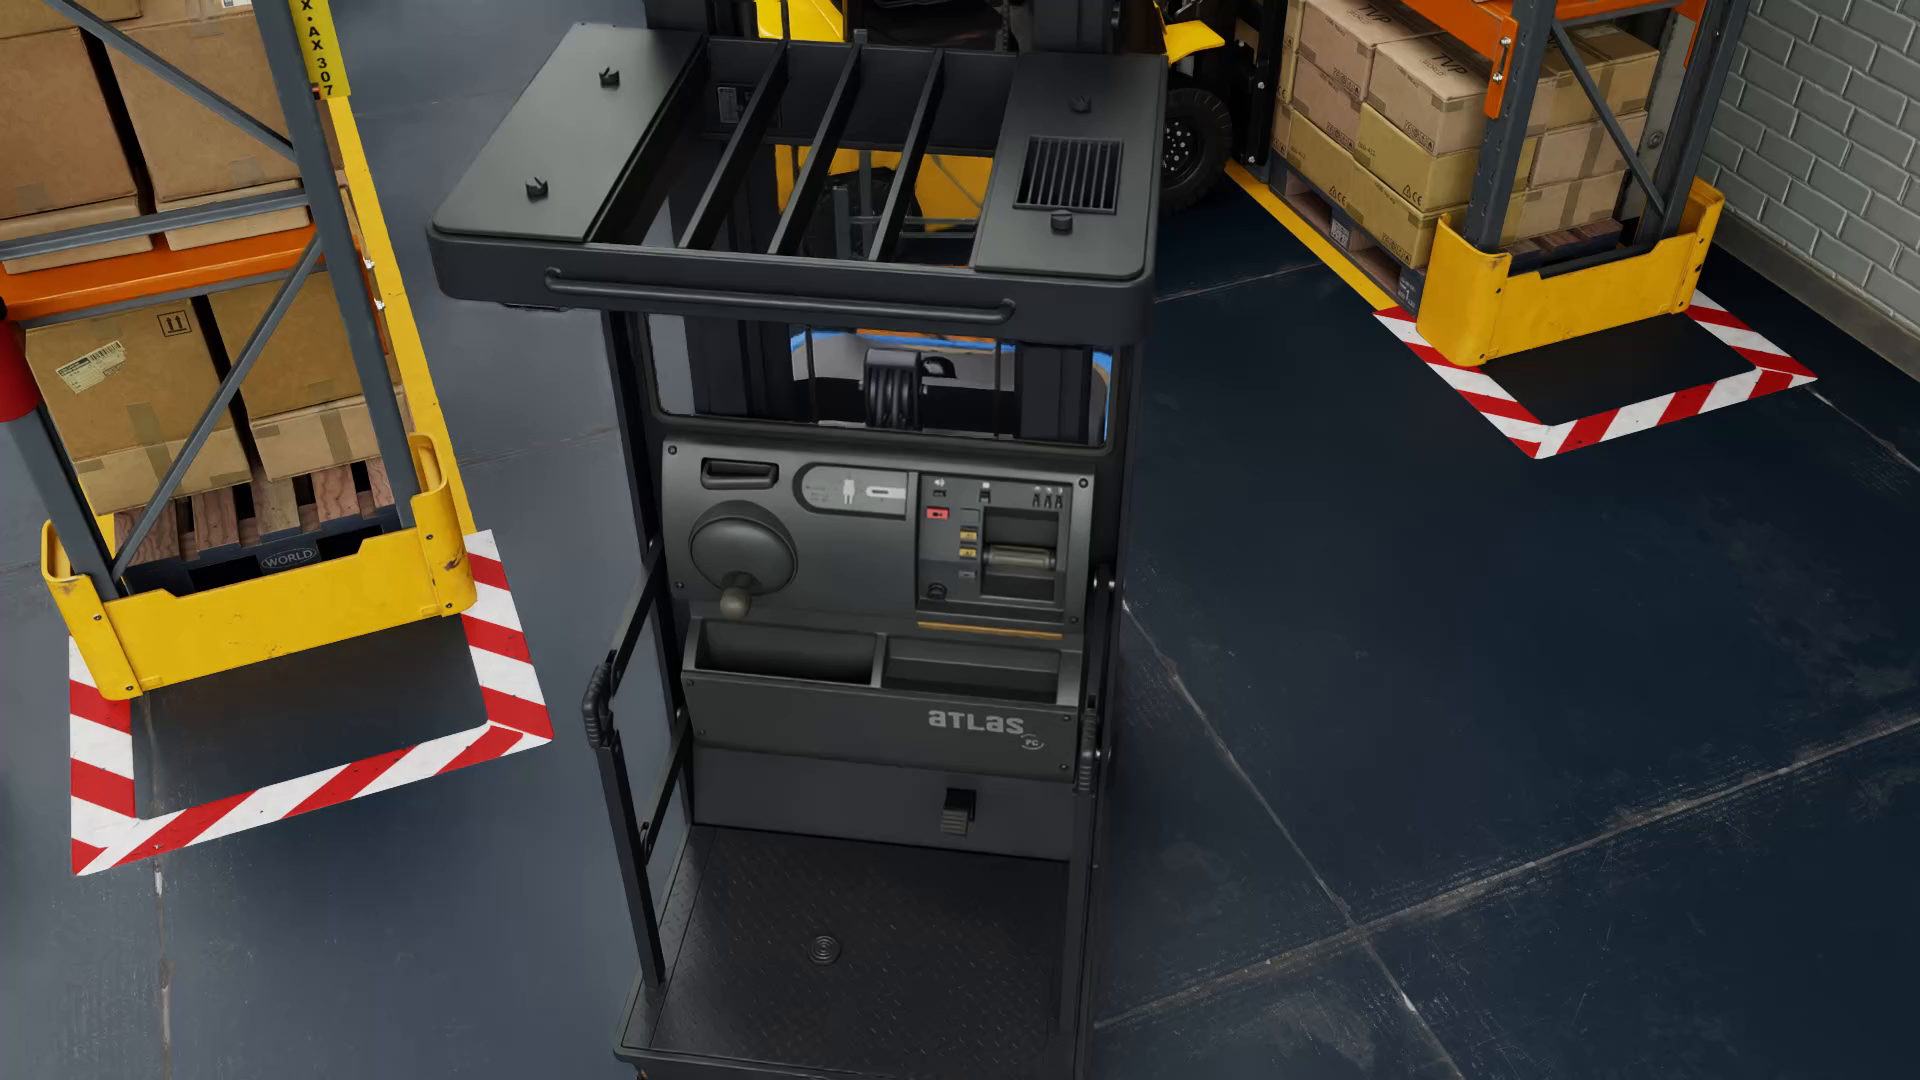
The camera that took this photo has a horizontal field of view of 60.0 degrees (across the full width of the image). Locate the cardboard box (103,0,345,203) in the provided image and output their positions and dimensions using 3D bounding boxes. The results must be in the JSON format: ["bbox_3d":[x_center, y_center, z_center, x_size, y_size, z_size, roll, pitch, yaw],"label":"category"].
[{"bbox_3d":[-2.086,-1.333,4.695,0.500,0.500,0.500,-16,43,-18],"label":"cardboard box"}]

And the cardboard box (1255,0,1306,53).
[{"bbox_3d":[1.556,-2.372,7.227,0.500,0.250,0.500,-15,43,-16],"label":"cardboard box"}]

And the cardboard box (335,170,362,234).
[{"bbox_3d":[-2.428,-1.112,5.954,0.500,0.500,0.500,-17,43,-18],"label":"cardboard box"}]

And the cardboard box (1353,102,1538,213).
[{"bbox_3d":[1.949,-1.590,6.702,0.500,0.250,0.500,-16,43,-17],"label":"cardboard box"}]

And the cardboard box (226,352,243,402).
[{"bbox_3d":[-2.910,-0.679,6.025,0.500,0.250,0.500,-15,43,-17],"label":"cardboard box"}]

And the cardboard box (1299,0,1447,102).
[{"bbox_3d":[1.758,-2.070,6.877,0.500,0.250,0.500,-14,43,-16],"label":"cardboard box"}]

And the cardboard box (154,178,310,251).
[{"bbox_3d":[-2.100,-0.989,4.792,0.380,0.149,0.250,-15,43,-17],"label":"cardboard box"}]

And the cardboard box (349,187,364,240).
[{"bbox_3d":[-2.623,-1.135,6.556,0.500,0.250,0.500,-12,42,-14],"label":"cardboard box"}]

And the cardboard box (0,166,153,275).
[{"bbox_3d":[-2.502,-0.905,4.694,0.380,0.149,0.250,-14,43,-15],"label":"cardboard box"}]

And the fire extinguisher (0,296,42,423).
[{"bbox_3d":[-2.543,-0.615,4.224,0.296,0.674,0.183,-15,43,-17],"label":"fire extinguisher"}]

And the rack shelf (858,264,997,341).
[{"bbox_3d":[-0.091,-0.607,5.581,0.538,0.185,1.000,0,41,0],"label":"rack shelf"}]

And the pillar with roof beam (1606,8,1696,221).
[{"bbox_3d":[-0.988,-3.914,3.399,9.100,9.000,0.400,-15,43,-17],"label":"pillar with roof beam"}]

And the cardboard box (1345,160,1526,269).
[{"bbox_3d":[1.952,-1.390,6.852,0.500,0.250,0.500,-15,43,-17],"label":"cardboard box"}]

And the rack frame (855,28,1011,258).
[{"bbox_3d":[-0.087,-1.075,5.849,0.500,1.500,0.032,0,41,0],"label":"rack frame"}]

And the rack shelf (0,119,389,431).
[{"bbox_3d":[-2.926,-1.760,6.048,1.077,0.370,4.000,-15,43,-17],"label":"rack shelf"}]

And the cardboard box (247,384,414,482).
[{"bbox_3d":[-2.214,-0.500,5.817,0.500,0.250,0.500,-15,43,-17],"label":"cardboard box"}]

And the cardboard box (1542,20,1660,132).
[{"bbox_3d":[2.415,-1.901,6.680,0.500,0.250,0.500,-16,43,-18],"label":"cardboard box"}]

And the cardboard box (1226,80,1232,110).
[{"bbox_3d":[1.368,-2.302,7.914,0.500,0.250,0.500,-14,43,-16],"label":"cardboard box"}]

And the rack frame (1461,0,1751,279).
[{"bbox_3d":[2.424,-2.069,5.855,1.000,3.000,0.127,-15,43,-17],"label":"rack frame"}]

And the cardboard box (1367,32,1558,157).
[{"bbox_3d":[1.959,-1.764,6.521,0.500,0.250,0.500,-14,43,-15],"label":"cardboard box"}]

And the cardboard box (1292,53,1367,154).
[{"bbox_3d":[1.767,-1.895,7.056,0.500,0.250,0.500,-16,43,-17],"label":"cardboard box"}]

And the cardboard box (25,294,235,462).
[{"bbox_3d":[-2.708,-0.647,5.413,0.500,0.500,0.500,-15,43,-17],"label":"cardboard box"}]

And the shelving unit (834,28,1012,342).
[{"bbox_3d":[-0.091,-0.749,5.471,0.587,1.500,1.083,0,41,0],"label":"shelving unit"}]

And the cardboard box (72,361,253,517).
[{"bbox_3d":[-2.728,-0.379,5.677,0.500,0.250,0.500,-15,43,-17],"label":"cardboard box"}]

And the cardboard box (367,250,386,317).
[{"bbox_3d":[-2.402,-0.809,6.177,0.500,0.250,0.500,-14,43,-15],"label":"cardboard box"}]

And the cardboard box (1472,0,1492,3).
[{"bbox_3d":[1.993,-2.338,6.091,0.500,0.500,0.500,-16,43,-18],"label":"cardboard box"}]

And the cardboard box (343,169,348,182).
[{"bbox_3d":[-2.612,-1.416,6.308,0.500,0.500,0.500,-14,43,-16],"label":"cardboard box"}]

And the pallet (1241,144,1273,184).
[{"bbox_3d":[1.629,-2.195,8.141,1.003,0.211,1.213,-15,43,-17],"label":"pallet"}]

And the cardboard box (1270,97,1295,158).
[{"bbox_3d":[1.587,-1.995,7.556,0.500,0.250,0.500,-15,43,-16],"label":"cardboard box"}]

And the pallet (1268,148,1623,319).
[{"bbox_3d":[2.092,-1.462,7.288,1.003,0.211,1.213,-15,43,-17],"label":"pallet"}]

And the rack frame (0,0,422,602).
[{"bbox_3d":[-2.161,-0.828,4.412,1.000,3.000,0.127,-15,43,-17],"label":"rack frame"}]

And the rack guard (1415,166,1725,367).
[{"bbox_3d":[2.433,-1.106,6.653,1.175,0.500,0.348,-15,43,-17],"label":"rack guard"}]

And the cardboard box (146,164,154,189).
[{"bbox_3d":[-2.210,-1.138,4.965,0.380,0.149,0.250,-14,43,-16],"label":"cardboard box"}]

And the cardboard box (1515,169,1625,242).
[{"bbox_3d":[2.416,-1.530,7.015,0.500,0.250,0.500,-15,43,-17],"label":"cardboard box"}]

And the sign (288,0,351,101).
[{"bbox_3d":[-1.660,-1.292,4.288,0.100,0.325,0.005,-15,43,-17],"label":"sign"}]

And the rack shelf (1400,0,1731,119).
[{"bbox_3d":[1.658,-3.001,7.491,1.077,0.370,4.000,-15,43,-17],"label":"rack shelf"}]

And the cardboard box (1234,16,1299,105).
[{"bbox_3d":[1.550,-2.201,7.412,0.500,0.250,0.500,-16,43,-18],"label":"cardboard box"}]

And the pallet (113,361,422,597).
[{"bbox_3d":[-2.468,-0.315,5.954,1.003,0.211,1.213,-15,43,-17],"label":"pallet"}]

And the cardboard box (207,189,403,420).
[{"bbox_3d":[-2.224,-0.798,5.589,0.500,0.500,0.500,-16,43,-18],"label":"cardboard box"}]

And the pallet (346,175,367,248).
[{"bbox_3d":[-2.931,-1.049,6.808,1.003,0.211,1.213,-15,43,-17],"label":"pallet"}]

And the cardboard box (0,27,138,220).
[{"bbox_3d":[-2.623,-1.237,4.583,0.500,0.500,0.500,-16,43,-18],"label":"cardboard box"}]

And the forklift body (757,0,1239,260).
[{"bbox_3d":[0.012,-2.434,6.931,2.313,2.155,1.214,-15,43,-17],"label":"forklift body"}]

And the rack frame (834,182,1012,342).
[{"bbox_3d":[-0.096,-0.412,5.079,0.500,1.500,0.032,0,41,0],"label":"rack frame"}]

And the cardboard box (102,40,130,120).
[{"bbox_3d":[-2.811,-1.540,4.935,0.500,0.500,0.500,-15,43,-17],"label":"cardboard box"}]

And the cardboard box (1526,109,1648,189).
[{"bbox_3d":[2.436,-1.710,6.841,0.500,0.250,0.500,-14,43,-16],"label":"cardboard box"}]

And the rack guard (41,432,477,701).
[{"bbox_3d":[-2.190,0.074,5.281,1.175,0.500,0.348,-15,43,-17],"label":"rack guard"}]

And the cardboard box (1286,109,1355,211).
[{"bbox_3d":[1.770,-1.692,7.203,0.500,0.250,0.500,-15,43,-17],"label":"cardboard box"}]

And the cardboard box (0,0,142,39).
[{"bbox_3d":[-2.558,-1.611,4.251,0.700,0.500,0.500,-16,43,-18],"label":"cardboard box"}]

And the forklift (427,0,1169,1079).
[{"bbox_3d":[-0.206,0.072,3.419,1.130,2.935,3.031,5,41,6],"label":"forklift"}]
